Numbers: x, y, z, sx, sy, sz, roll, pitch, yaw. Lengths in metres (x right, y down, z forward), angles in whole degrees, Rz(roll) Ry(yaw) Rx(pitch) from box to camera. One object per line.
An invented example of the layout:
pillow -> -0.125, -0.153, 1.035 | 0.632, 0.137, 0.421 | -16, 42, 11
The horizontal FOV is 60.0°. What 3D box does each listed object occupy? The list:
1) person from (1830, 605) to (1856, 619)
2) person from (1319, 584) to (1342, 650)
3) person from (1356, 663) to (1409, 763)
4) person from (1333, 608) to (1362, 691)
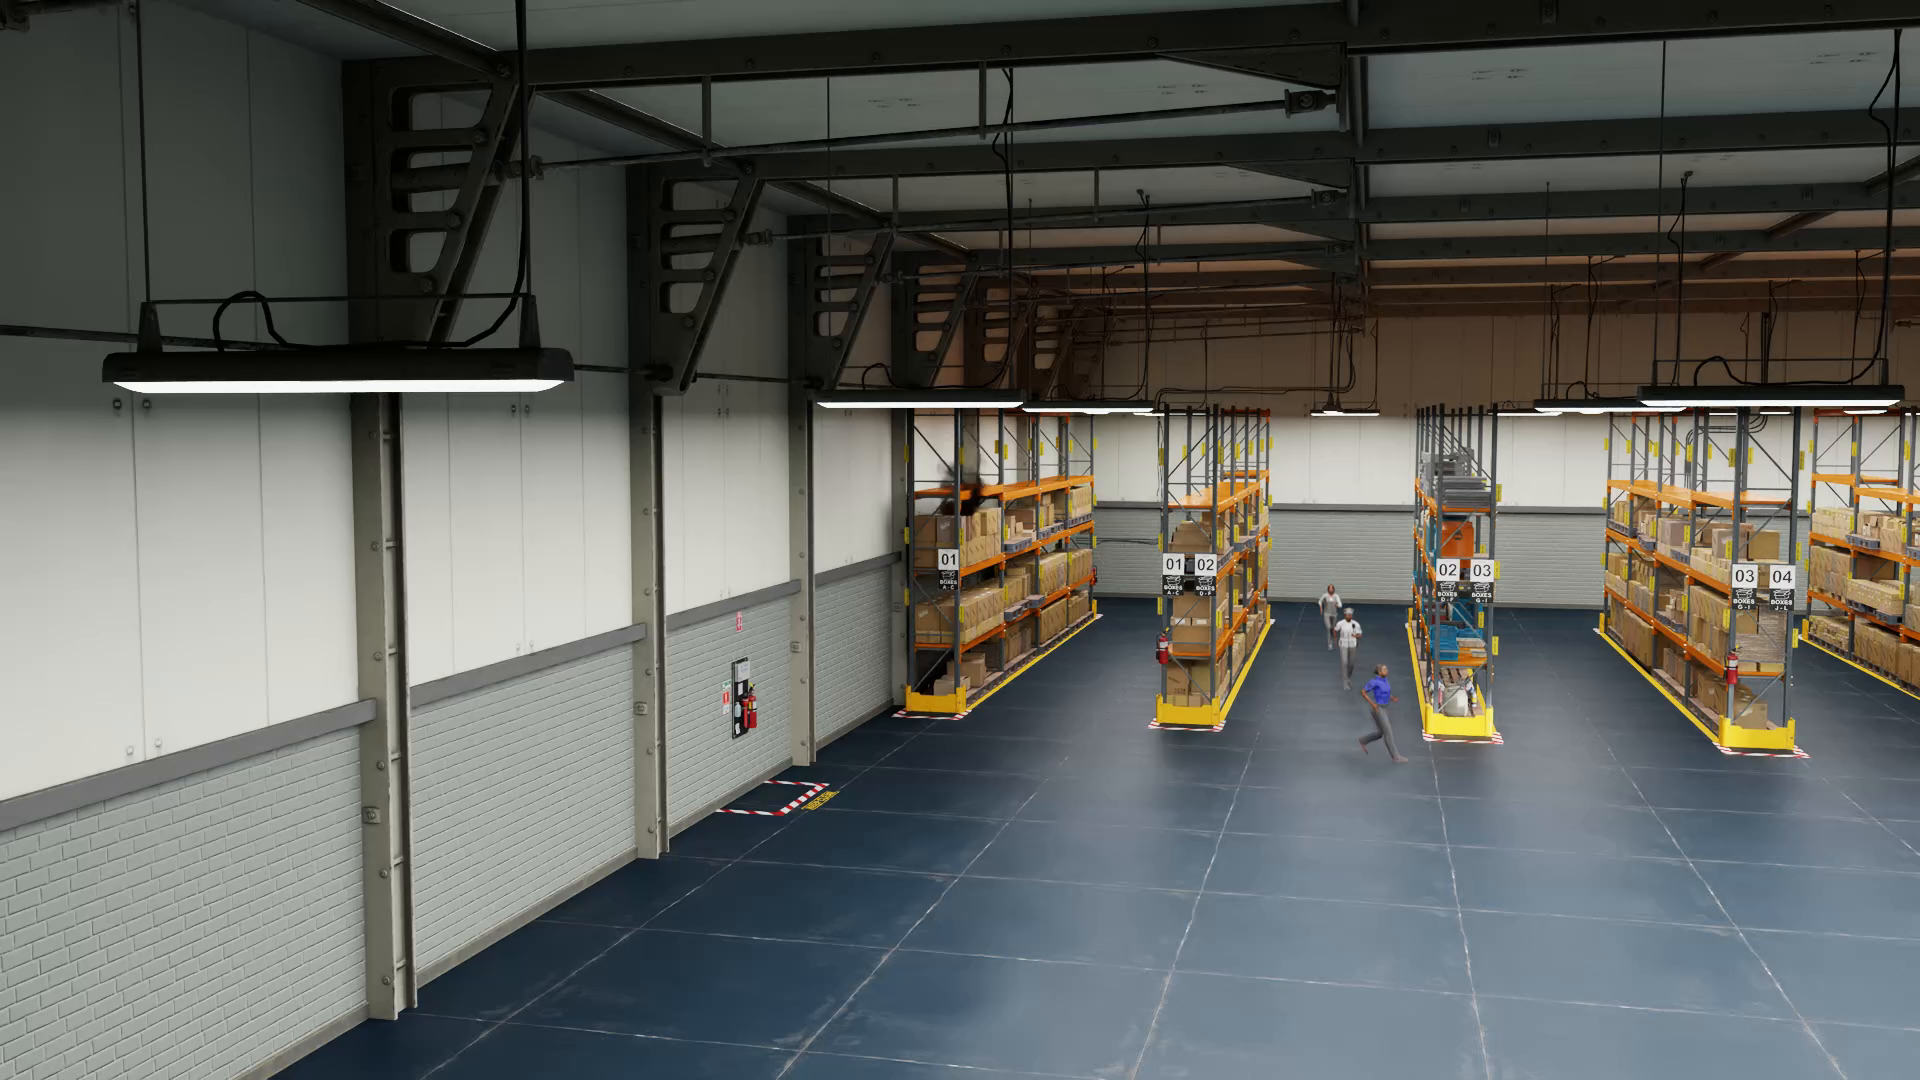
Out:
person -> 23.448, 1.738, 44.236 | 0.684, 1.574, 0.684 | -3, 5, -40
person -> 9.219, 1.891, 41.379 | 0.534, 1.590, 0.889 | 0, 4, 2
person -> 7.043, 2.869, 27.768 | 0.972, 1.600, 0.602 | 3, 5, 36
person -> 8.238, 2.287, 35.308 | 0.566, 1.712, 0.908 | 0, 4, 4
